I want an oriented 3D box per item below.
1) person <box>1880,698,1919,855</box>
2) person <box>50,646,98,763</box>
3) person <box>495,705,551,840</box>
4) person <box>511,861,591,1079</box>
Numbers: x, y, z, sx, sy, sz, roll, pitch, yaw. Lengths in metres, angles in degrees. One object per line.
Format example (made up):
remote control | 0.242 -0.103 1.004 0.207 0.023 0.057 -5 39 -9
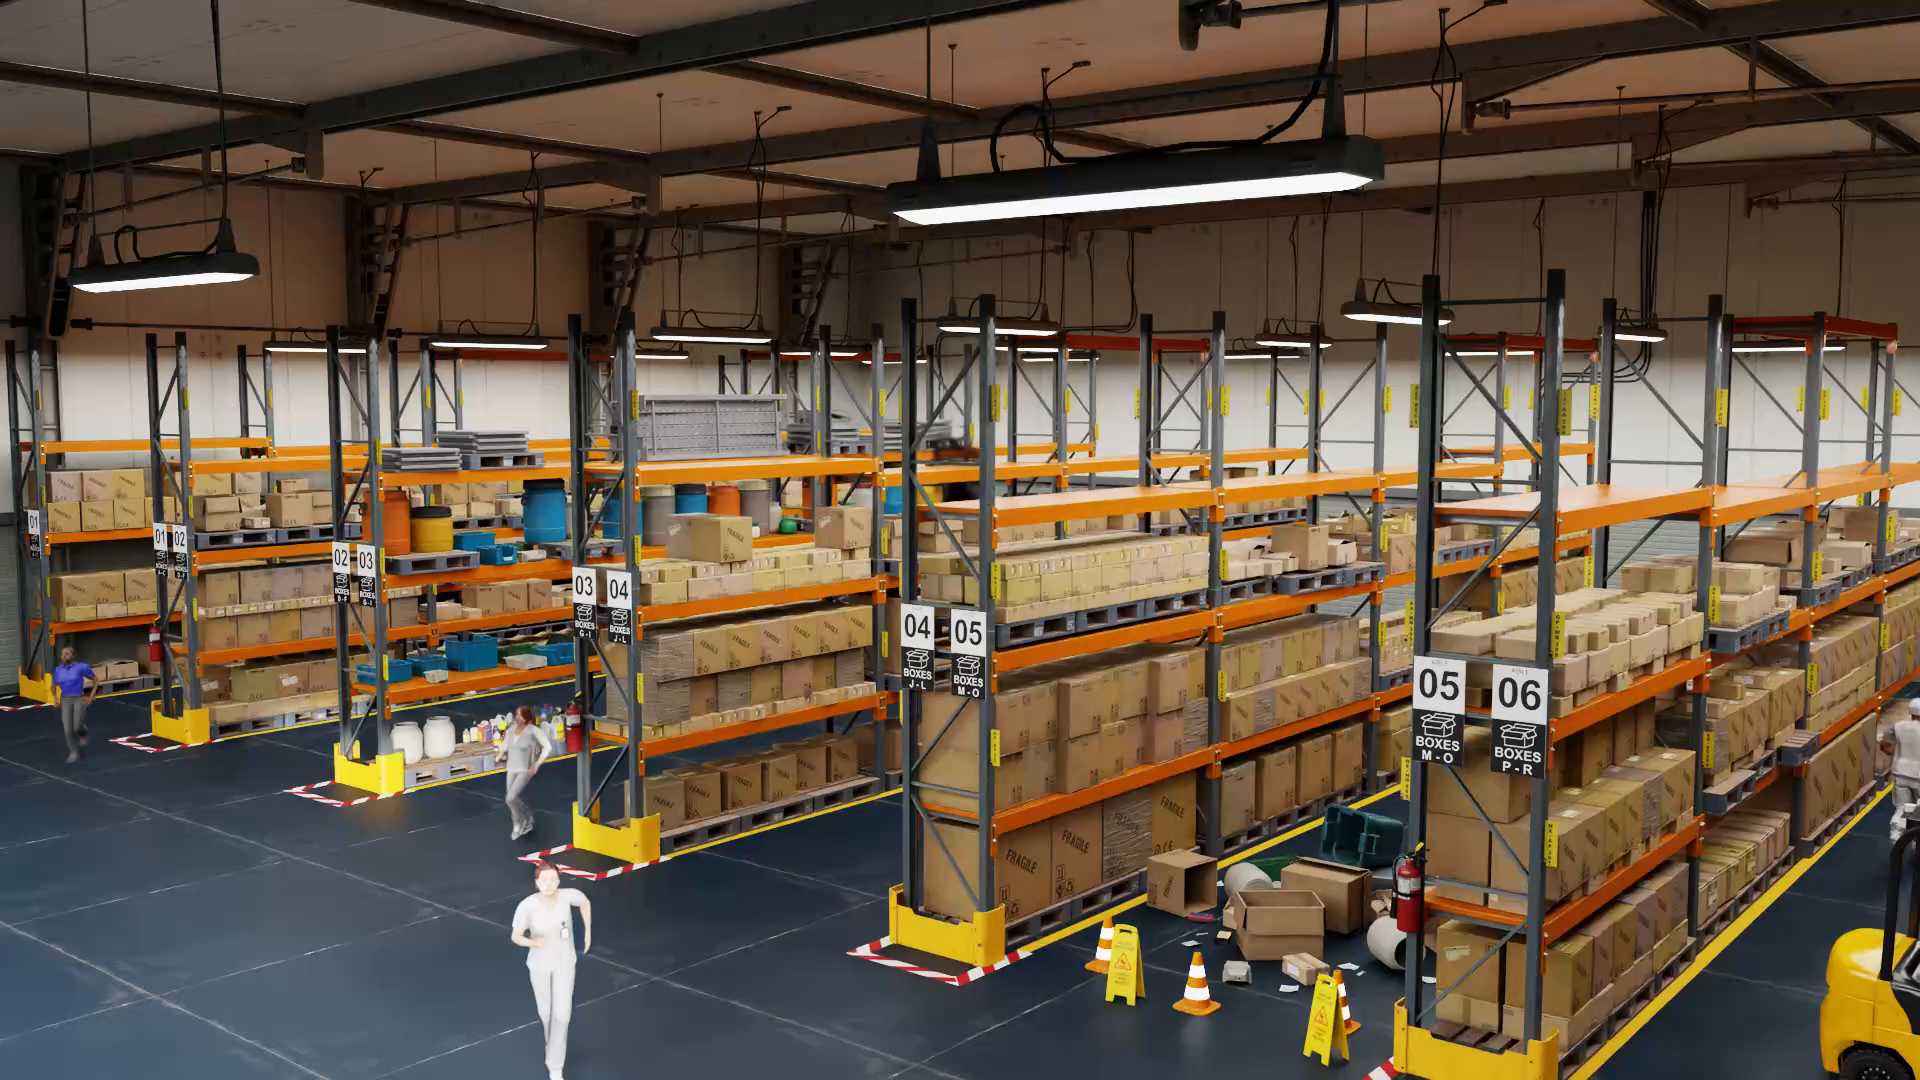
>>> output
person | 10.418 2.624 18.226 0.643 1.799 0.862 5 7 43
person | -12.377 2.285 23.239 0.598 1.628 0.605 -1 5 -10
person | -5.077 2.684 19.173 0.580 1.539 0.575 3 6 26
person | -3.068 3.220 12.519 0.586 1.692 0.836 -1 5 -15
